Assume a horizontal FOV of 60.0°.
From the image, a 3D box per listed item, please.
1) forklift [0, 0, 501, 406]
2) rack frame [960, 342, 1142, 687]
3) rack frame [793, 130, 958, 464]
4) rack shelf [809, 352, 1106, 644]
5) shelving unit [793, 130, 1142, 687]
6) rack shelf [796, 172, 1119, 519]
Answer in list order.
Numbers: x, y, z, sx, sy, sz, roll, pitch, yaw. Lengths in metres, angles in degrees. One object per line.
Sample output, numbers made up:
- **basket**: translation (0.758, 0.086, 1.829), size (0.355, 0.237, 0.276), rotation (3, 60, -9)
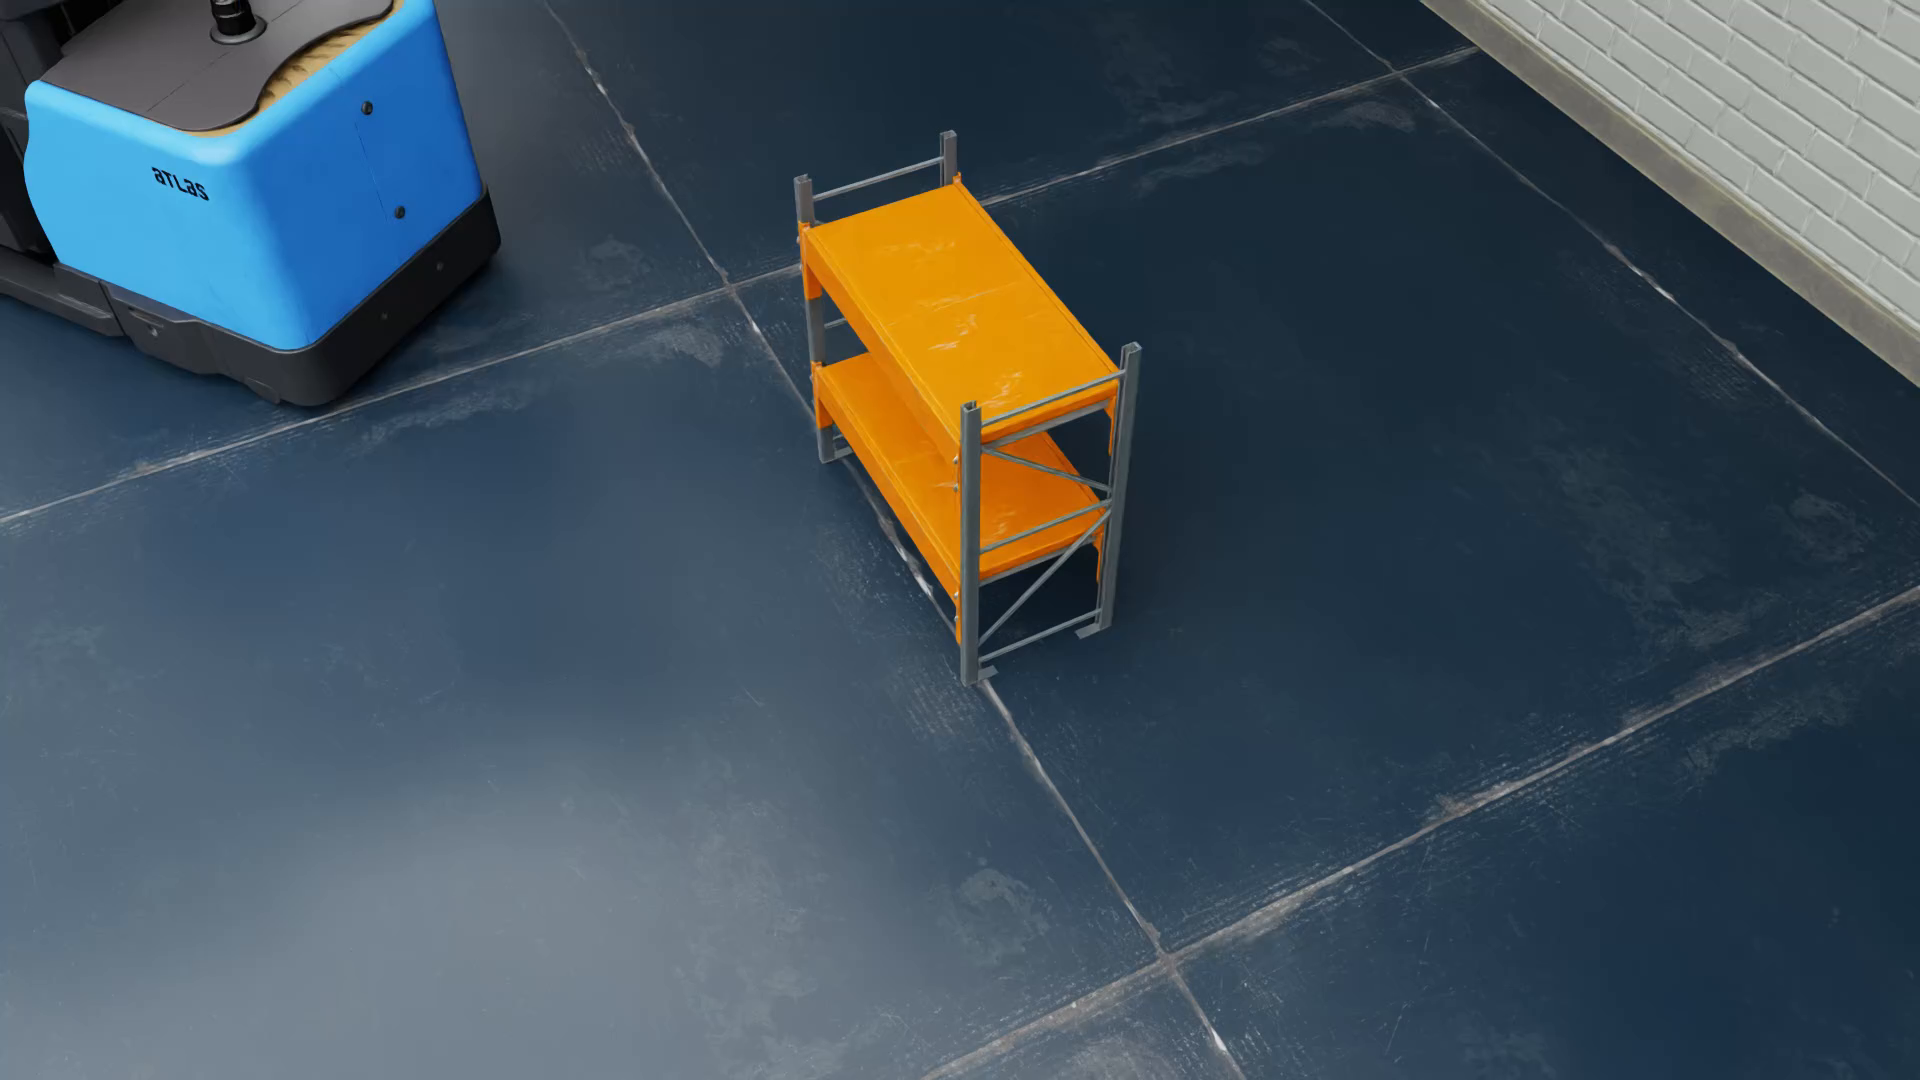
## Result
- **forklift**: translation (-3.237, -2.203, 5.230), size (3.031, 2.935, 1.130), rotation (21, 52, 17)
- **rack frame**: translation (0.230, -0.035, 4.533), size (0.500, 1.125, 0.032), rotation (-21, 52, -18)
- **rack frame**: translation (-0.236, -0.715, 5.128), size (0.500, 1.125, 0.032), rotation (-21, 52, -18)
- **rack shelf**: translation (-0.003, -0.214, 5.015), size (0.538, 0.278, 1.000), rotation (-21, 52, -18)
- **shelving unit**: translation (-0.003, -0.375, 4.831), size (0.538, 1.125, 1.048), rotation (-21, 52, -18)
- **rack shelf**: translation (-0.003, -0.568, 4.610), size (0.538, 0.278, 1.000), rotation (-21, 52, -18)
